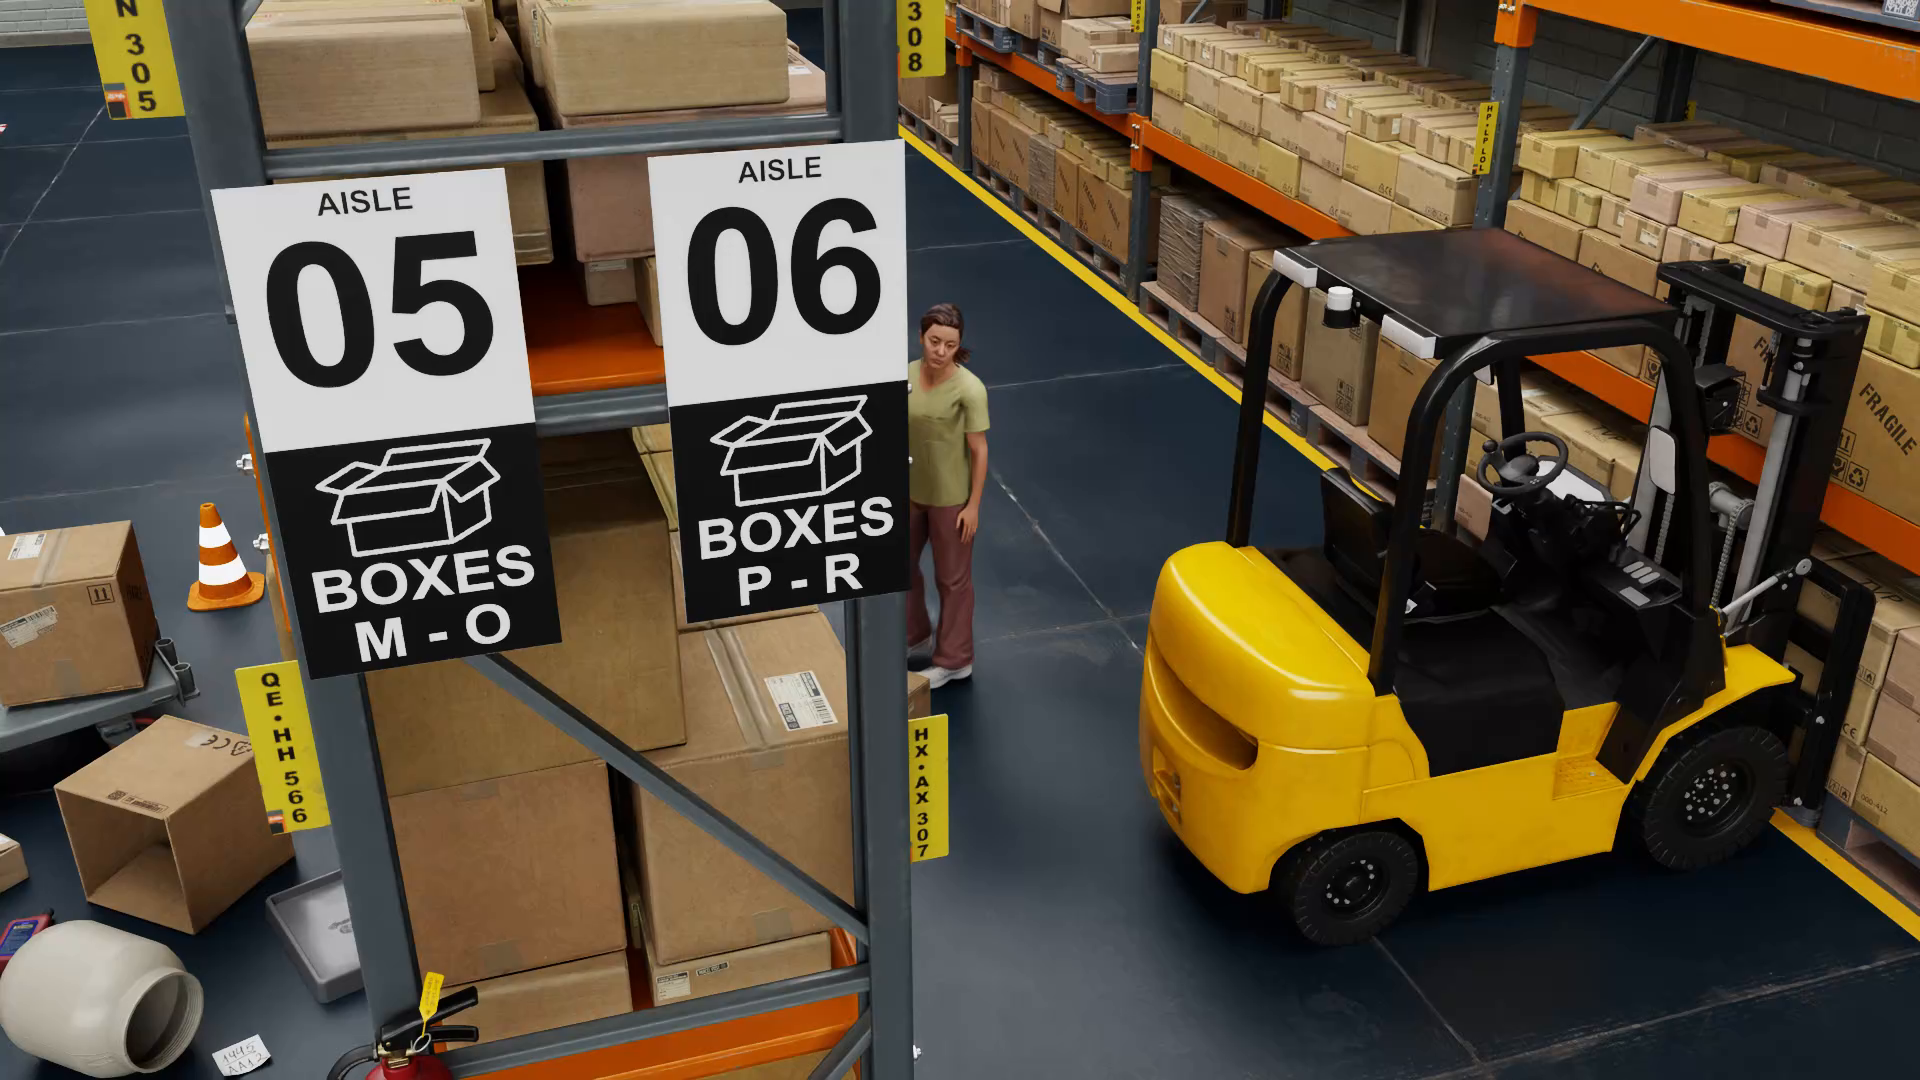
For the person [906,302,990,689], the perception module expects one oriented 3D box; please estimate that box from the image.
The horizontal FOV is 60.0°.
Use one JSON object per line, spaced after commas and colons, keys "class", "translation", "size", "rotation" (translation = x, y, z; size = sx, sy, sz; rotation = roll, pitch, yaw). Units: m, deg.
{"class": "person", "translation": [-0.121, -0.162, 6.947], "size": [0.514, 1.705, 0.396], "rotation": [18, 31, 31]}
